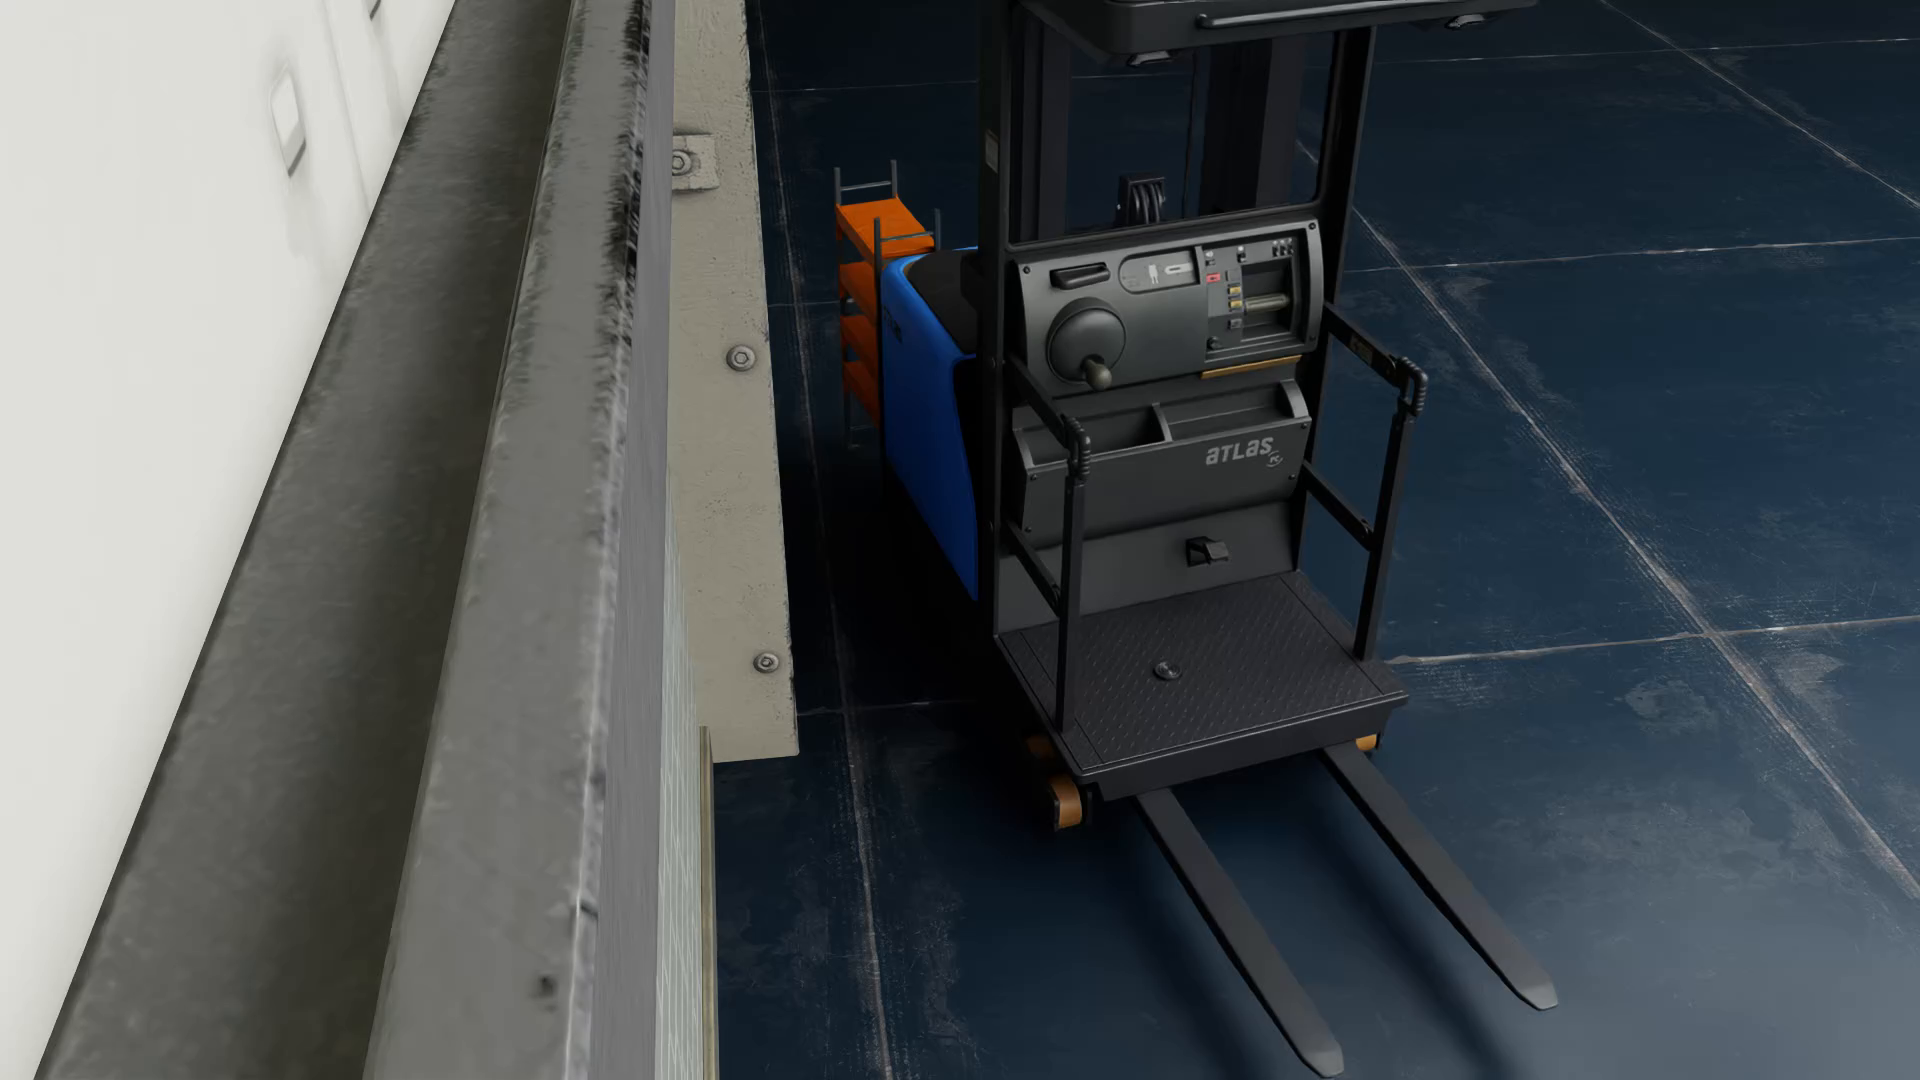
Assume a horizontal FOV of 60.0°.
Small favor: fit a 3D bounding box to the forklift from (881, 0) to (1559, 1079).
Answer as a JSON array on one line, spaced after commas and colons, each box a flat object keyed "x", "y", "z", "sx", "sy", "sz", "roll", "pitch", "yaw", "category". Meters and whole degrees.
[{"x": 0.678, "y": -0.608, "z": 4.540, "sx": 1.130, "sy": 2.935, "sz": 3.031, "roll": -11, "pitch": 36, "yaw": -16, "category": "forklift"}]

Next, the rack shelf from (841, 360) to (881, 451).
[{"x": -0.268, "y": -0.547, "z": 6.459, "sx": 0.258, "sy": 0.148, "sz": 0.480, "roll": -12, "pitch": 36, "yaw": -17, "category": "rack shelf"}]

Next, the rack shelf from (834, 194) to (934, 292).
[{"x": -0.268, "y": -1.092, "z": 6.088, "sx": 0.258, "sy": 0.148, "sz": 0.480, "roll": -12, "pitch": 36, "yaw": -17, "category": "rack shelf"}]

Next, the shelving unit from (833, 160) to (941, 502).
[{"x": -0.268, "y": -0.767, "z": 6.310, "sx": 0.258, "sy": 1.200, "sz": 0.503, "roll": -12, "pitch": 36, "yaw": -17, "category": "shelving unit"}]

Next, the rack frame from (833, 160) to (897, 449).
[{"x": -0.352, "y": -0.896, "z": 6.499, "sx": 0.240, "sy": 1.200, "sz": 0.015, "roll": -12, "pitch": 36, "yaw": -17, "category": "rack frame"}]

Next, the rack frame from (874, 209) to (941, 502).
[{"x": -0.184, "y": -0.638, "z": 6.120, "sx": 0.240, "sy": 1.200, "sz": 0.015, "roll": -12, "pitch": 36, "yaw": -17, "category": "rack frame"}]

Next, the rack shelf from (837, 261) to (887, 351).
[{"x": -0.268, "y": -0.896, "z": 6.222, "sx": 0.258, "sy": 0.148, "sz": 0.480, "roll": -12, "pitch": 36, "yaw": -17, "category": "rack shelf"}]

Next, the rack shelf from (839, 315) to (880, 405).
[{"x": -0.268, "y": -0.711, "z": 6.348, "sx": 0.258, "sy": 0.148, "sz": 0.480, "roll": -12, "pitch": 36, "yaw": -17, "category": "rack shelf"}]

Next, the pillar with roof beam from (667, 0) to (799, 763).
[{"x": 3.579, "y": -3.465, "z": 3.343, "sx": 9.100, "sy": 9.000, "sz": 0.400, "roll": -4, "pitch": 35, "yaw": -6, "category": "pillar with roof beam"}]
